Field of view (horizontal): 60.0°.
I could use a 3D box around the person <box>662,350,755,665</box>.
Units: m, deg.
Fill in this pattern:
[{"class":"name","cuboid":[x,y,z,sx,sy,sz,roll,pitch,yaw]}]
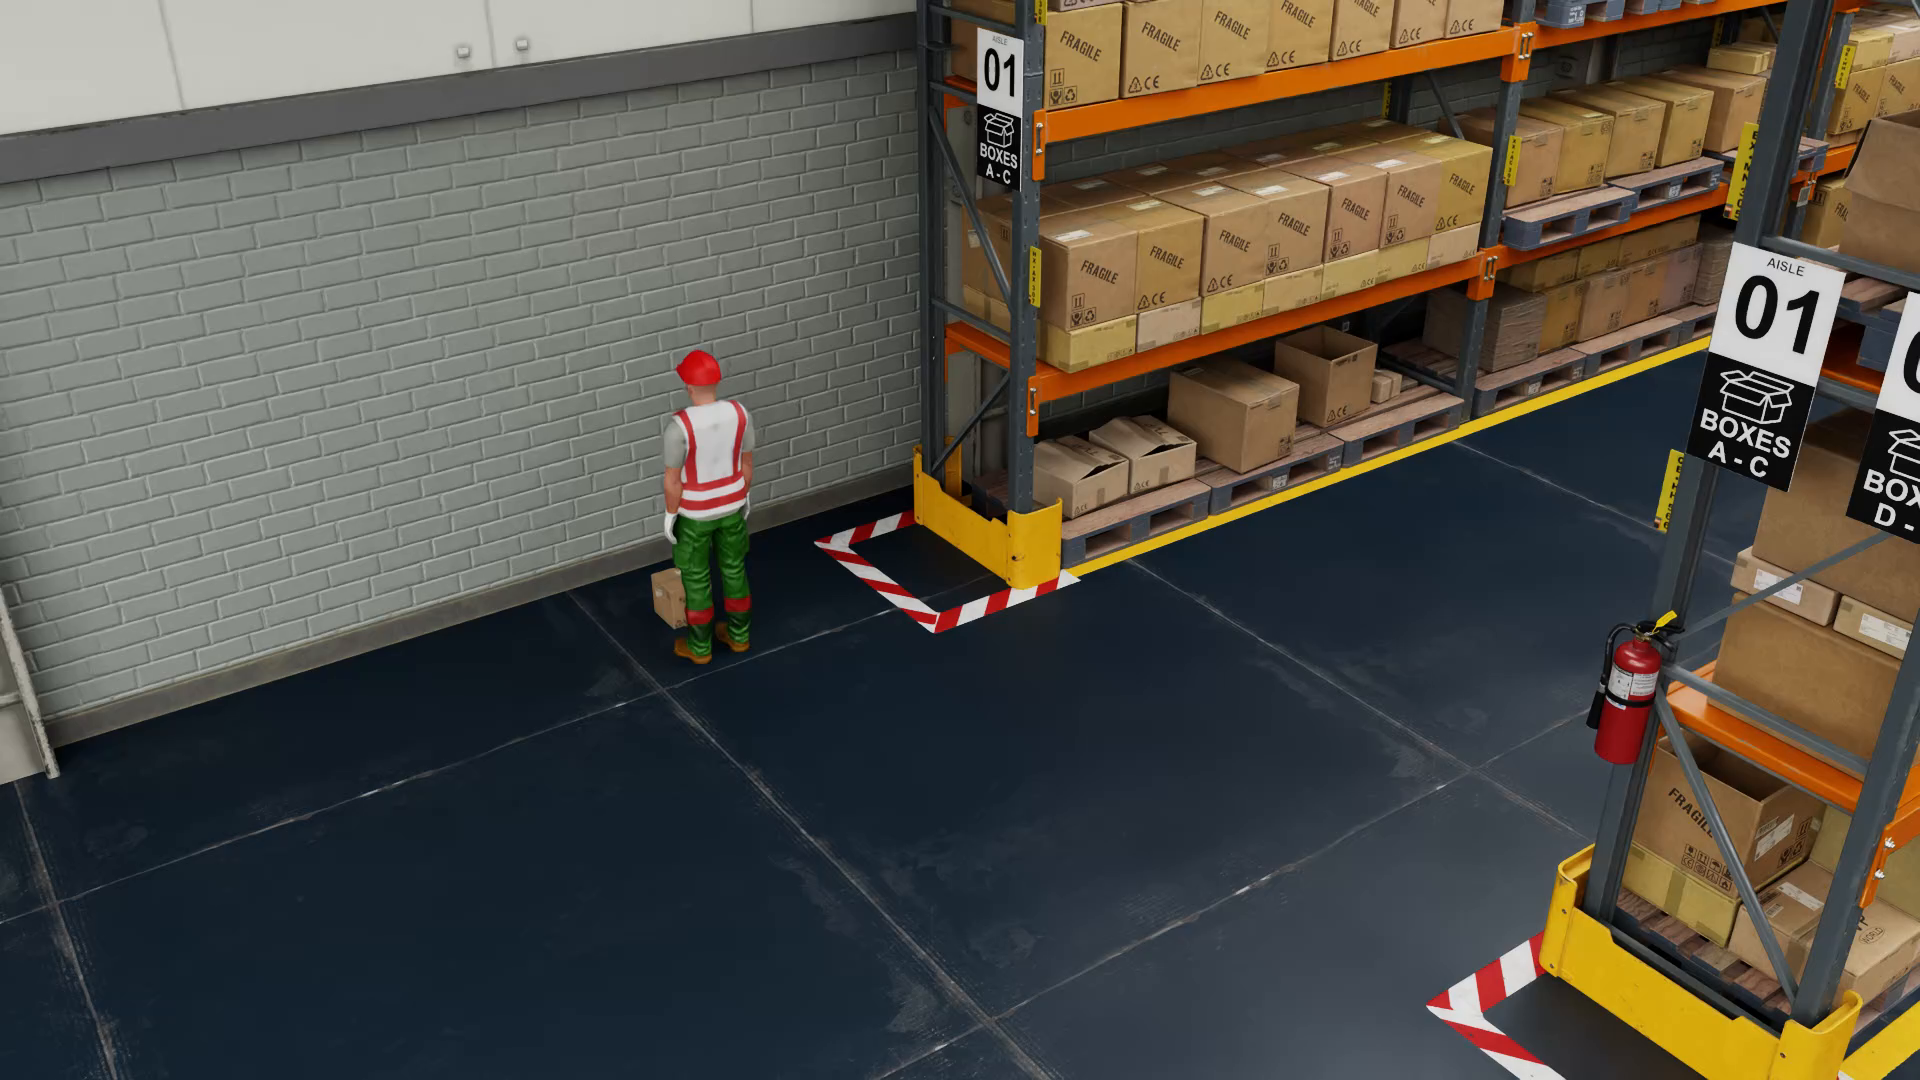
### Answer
[{"class":"person","cuboid":[-1.354,-0.176,8.922,0.533,1.799,0.375,-17,33,-29]}]
